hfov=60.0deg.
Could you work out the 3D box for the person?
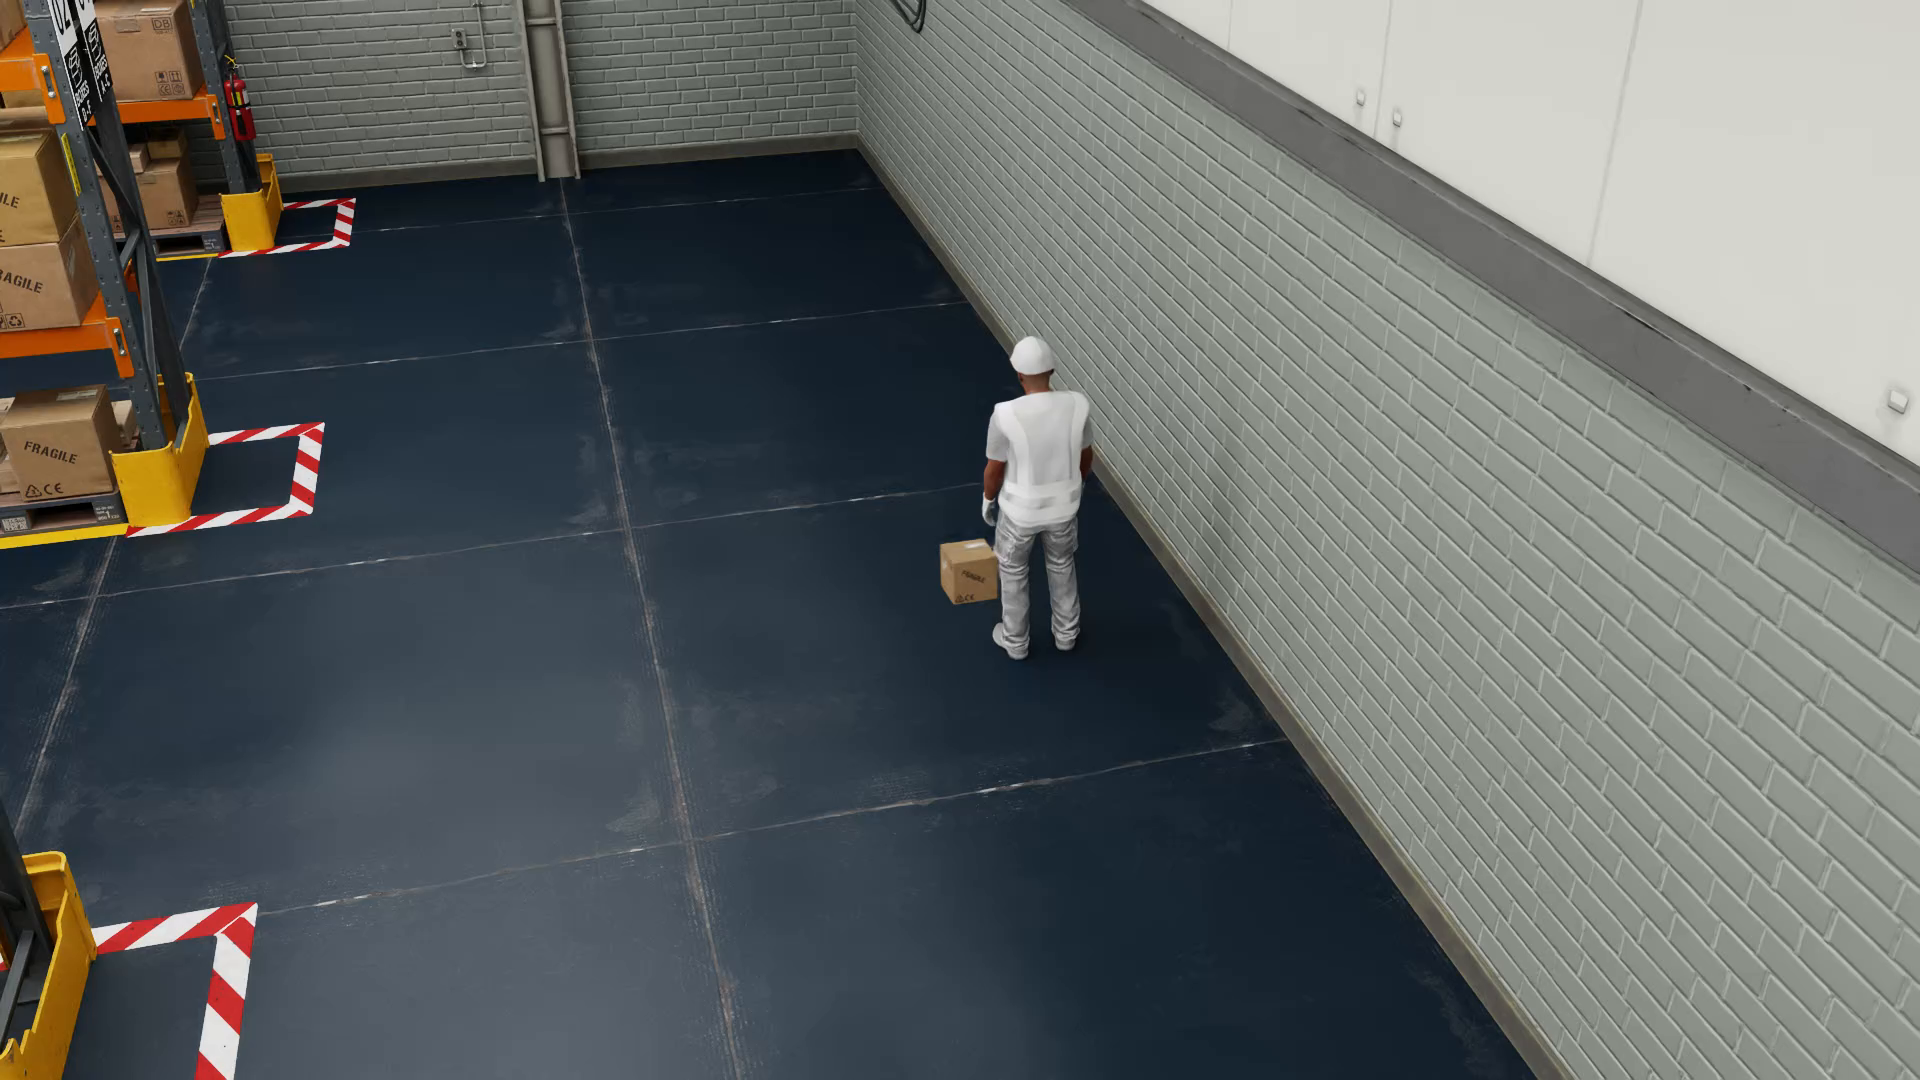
[{"bbox_3d":[0.394,-0.196,8.567,0.584,1.778,0.426,-9,31,-15],"label":"person"}]
